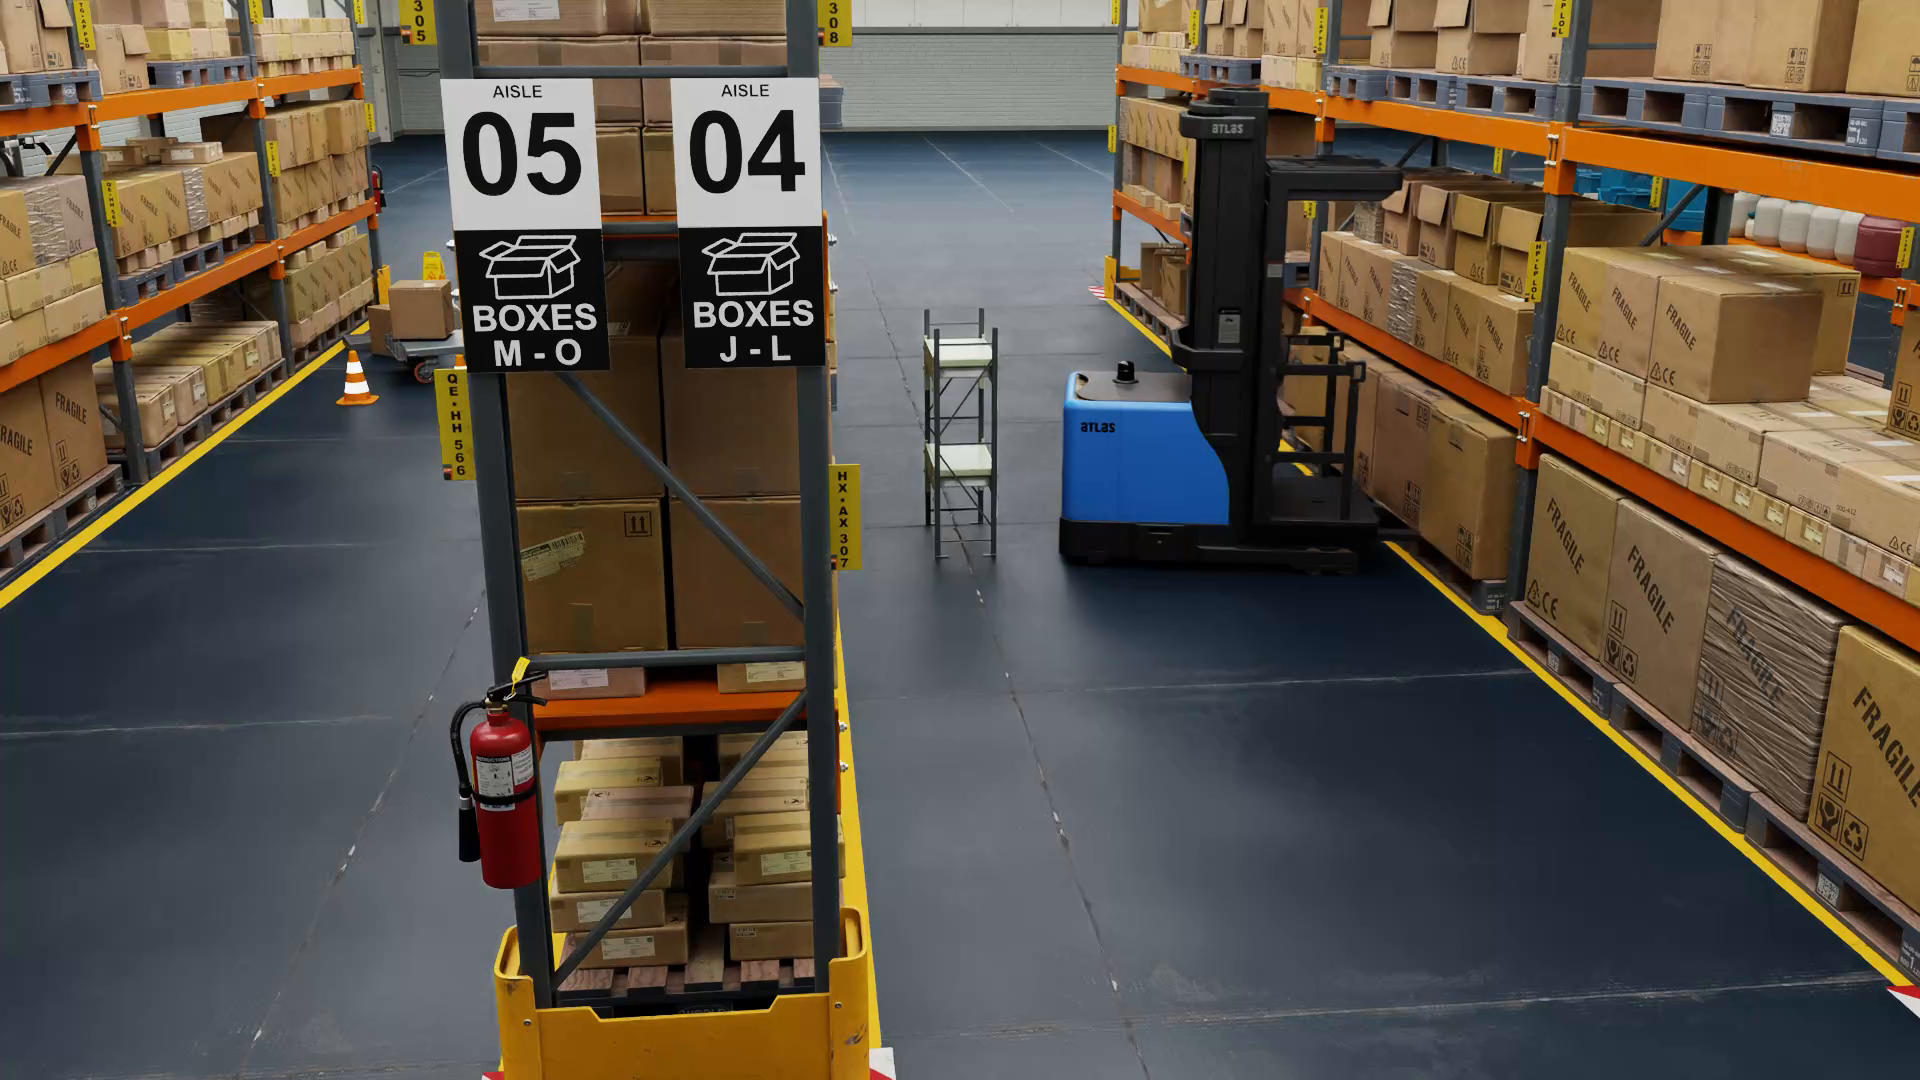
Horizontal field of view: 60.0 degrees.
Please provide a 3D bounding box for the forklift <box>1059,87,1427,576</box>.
[{"bbox_3d":[2.183,-1.341,10.554,3.031,2.935,1.130,2,17,5],"label":"forklift"}]

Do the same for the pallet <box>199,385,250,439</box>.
[{"bbox_3d":[-6.824,-1.102,14.334,1.003,0.211,1.213,-2,18,-6],"label":"pallet"}]

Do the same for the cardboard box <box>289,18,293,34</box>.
[{"bbox_3d":[-6.893,-5.131,16.593,0.380,0.149,0.250,-2,18,-7],"label":"cardboard box"}]

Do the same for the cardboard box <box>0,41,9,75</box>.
[{"bbox_3d":[-6.132,-3.004,10.254,0.396,0.266,0.258,-2,18,-7],"label":"cardboard box"}]

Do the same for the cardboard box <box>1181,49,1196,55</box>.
[{"bbox_3d":[2.516,-4.822,16.770,0.500,0.250,0.500,-1,17,-4],"label":"cardboard box"}]

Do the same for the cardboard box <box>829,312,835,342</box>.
[{"bbox_3d":[-0.879,-1.182,9.155,0.380,0.149,0.250,-1,17,-5],"label":"cardboard box"}]

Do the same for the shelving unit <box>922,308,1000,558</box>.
[{"bbox_3d":[-0.001,-0.718,10.959,0.431,1.500,0.755,-2,18,-6],"label":"shelving unit"}]

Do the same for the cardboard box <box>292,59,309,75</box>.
[{"bbox_3d":[-6.869,-4.827,16.955,0.380,0.149,0.250,-2,18,-7],"label":"cardboard box"}]

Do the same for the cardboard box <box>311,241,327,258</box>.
[{"bbox_3d":[-6.866,-3.040,17.408,0.380,0.149,0.250,-1,17,-2],"label":"cardboard box"}]

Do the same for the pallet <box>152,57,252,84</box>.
[{"bbox_3d":[-7.077,-4.183,14.797,1.213,0.211,1.003,-2,18,-6],"label":"pallet"}]

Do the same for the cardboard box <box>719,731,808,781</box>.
[{"bbox_3d":[-0.754,0.845,6.544,0.380,0.149,0.250,-3,18,-8],"label":"cardboard box"}]

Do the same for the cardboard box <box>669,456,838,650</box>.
[{"bbox_3d":[-0.655,0.032,5.404,0.500,0.500,0.500,-1,17,-3],"label":"cardboard box"}]

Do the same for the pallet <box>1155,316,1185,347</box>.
[{"bbox_3d":[2.718,-2.203,17.842,1.003,0.211,1.213,-2,18,-6],"label":"pallet"}]

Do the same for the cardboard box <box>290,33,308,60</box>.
[{"bbox_3d":[-6.909,-4.972,16.753,0.500,0.250,0.500,-2,18,-5],"label":"cardboard box"}]

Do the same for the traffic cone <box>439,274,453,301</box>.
[{"bbox_3d":[-6.120,-2.921,19.710,0.336,0.463,0.334,-2,18,-6],"label":"traffic cone"}]

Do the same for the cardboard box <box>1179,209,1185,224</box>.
[{"bbox_3d":[2.492,-3.344,17.241,0.380,0.149,0.250,-2,18,-6],"label":"cardboard box"}]

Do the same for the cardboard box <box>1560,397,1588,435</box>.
[{"bbox_3d":[3.374,-0.654,8.673,0.380,0.149,0.250,-2,18,-7],"label":"cardboard box"}]

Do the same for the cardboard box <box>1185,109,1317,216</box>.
[{"bbox_3d":[2.765,-3.580,15.870,1.000,1.000,1.000,-2,18,-5],"label":"cardboard box"}]

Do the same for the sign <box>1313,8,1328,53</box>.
[{"bbox_3d":[2.695,-3.804,12.416,0.100,0.325,0.005,-2,18,-6],"label":"sign"}]

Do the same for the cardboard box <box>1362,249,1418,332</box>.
[{"bbox_3d":[3.126,-1.731,11.516,0.500,0.500,0.500,-2,18,-7],"label":"cardboard box"}]

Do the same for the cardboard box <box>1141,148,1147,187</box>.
[{"bbox_3d":[2.610,-4.406,19.539,0.875,0.500,0.500,-2,18,-6],"label":"cardboard box"}]

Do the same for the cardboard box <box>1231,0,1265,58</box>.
[{"bbox_3d":[2.871,-4.591,14.913,0.797,0.503,0.637,-1,17,-3],"label":"cardboard box"}]

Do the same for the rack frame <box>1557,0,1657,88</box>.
[{"bbox_3d":[3.648,-3.813,8.300,1.000,3.000,0.127,-2,18,-6],"label":"rack frame"}]

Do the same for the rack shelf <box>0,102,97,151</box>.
[{"bbox_3d":[-6.416,-2.329,9.779,1.077,0.370,4.000,-2,18,-6],"label":"rack shelf"}]

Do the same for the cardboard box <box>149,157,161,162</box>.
[{"bbox_3d":[-7.219,-3.120,14.744,0.500,0.500,0.500,-2,18,-5],"label":"cardboard box"}]

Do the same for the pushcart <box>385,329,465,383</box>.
[{"bbox_3d":[-4.772,-1.862,16.480,1.648,0.377,0.936,-8,19,-25],"label":"pushcart"}]

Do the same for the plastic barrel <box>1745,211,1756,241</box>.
[{"bbox_3d":[7.733,-3.022,16.027,0.301,0.262,0.301,0,17,0],"label":"plastic barrel"}]

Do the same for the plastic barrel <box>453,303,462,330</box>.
[{"bbox_3d":[-5.728,-2.422,18.186,0.512,0.421,0.421,11,21,32],"label":"plastic barrel"}]

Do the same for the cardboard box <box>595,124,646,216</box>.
[{"bbox_3d":[-1.194,-1.123,4.989,0.500,0.250,0.500,-2,18,-7],"label":"cardboard box"}]

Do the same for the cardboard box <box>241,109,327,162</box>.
[{"bbox_3d":[-6.920,-4.136,17.011,0.700,0.500,0.500,-2,18,-7],"label":"cardboard box"}]

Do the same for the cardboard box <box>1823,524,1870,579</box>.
[{"bbox_3d":[3.618,0.038,6.468,0.380,0.149,0.250,-1,17,-5],"label":"cardboard box"}]

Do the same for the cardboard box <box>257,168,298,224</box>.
[{"bbox_3d":[-6.803,-3.358,16.200,0.500,0.500,0.500,-2,18,-6],"label":"cardboard box"}]

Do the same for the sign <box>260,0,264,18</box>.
[{"bbox_3d":[-7.987,-6.051,18.977,0.100,0.325,0.005,-2,18,-6],"label":"sign"}]

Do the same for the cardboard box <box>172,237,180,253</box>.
[{"bbox_3d":[-6.627,-2.423,13.605,0.380,0.149,0.250,-1,17,-3],"label":"cardboard box"}]

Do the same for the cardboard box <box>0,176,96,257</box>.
[{"bbox_3d":[-6.309,-2.215,11.389,0.500,0.500,0.500,-2,18,-7],"label":"cardboard box"}]

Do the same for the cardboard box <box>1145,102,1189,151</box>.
[{"bbox_3d":[2.351,-4.574,18.405,0.500,0.500,0.500,-2,18,-6],"label":"cardboard box"}]

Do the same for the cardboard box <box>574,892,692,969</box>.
[{"bbox_3d":[-1.145,1.373,5.853,0.380,0.149,0.250,-1,17,-5],"label":"cardboard box"}]

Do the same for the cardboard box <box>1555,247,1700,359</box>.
[{"bbox_3d":[3.443,-1.228,8.584,0.500,0.500,0.500,-2,18,-6],"label":"cardboard box"}]

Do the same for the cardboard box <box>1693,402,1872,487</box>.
[{"bbox_3d":[3.584,-0.424,7.272,0.500,0.250,0.500,-2,18,-6],"label":"cardboard box"}]

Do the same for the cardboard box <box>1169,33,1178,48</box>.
[{"bbox_3d":[2.399,-5.208,17.335,0.380,0.149,0.250,-2,18,-7],"label":"cardboard box"}]

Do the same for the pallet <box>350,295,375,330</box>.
[{"bbox_3d":[-7.391,-2.624,19.182,1.003,0.211,1.213,-2,18,-6],"label":"pallet"}]

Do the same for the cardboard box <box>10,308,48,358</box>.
[{"bbox_3d":[-6.207,-1.320,10.624,0.500,0.250,0.500,-2,18,-6],"label":"cardboard box"}]

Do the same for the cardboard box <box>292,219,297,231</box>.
[{"bbox_3d":[-6.883,-3.164,16.667,0.380,0.149,0.250,-2,18,-6],"label":"cardboard box"}]

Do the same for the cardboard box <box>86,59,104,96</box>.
[{"bbox_3d":[-6.512,-3.379,12.148,0.396,0.266,0.258,-2,18,-6],"label":"cardboard box"}]

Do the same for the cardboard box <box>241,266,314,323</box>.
[{"bbox_3d":[-6.827,-2.459,16.638,0.500,0.500,0.500,-1,17,-3],"label":"cardboard box"}]

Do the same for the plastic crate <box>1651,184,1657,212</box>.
[{"bbox_3d":[7.822,-3.618,17.796,0.767,0.338,0.504,-2,18,-6],"label":"plastic crate"}]

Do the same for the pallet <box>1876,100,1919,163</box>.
[{"bbox_3d":[3.973,-1.369,5.669,1.003,0.211,1.213,-2,18,-6],"label":"pallet"}]

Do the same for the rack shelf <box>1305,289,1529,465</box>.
[{"bbox_3d":[3.441,-1.204,11.204,1.077,0.370,4.000,-2,18,-6],"label":"rack shelf"}]

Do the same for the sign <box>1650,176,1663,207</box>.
[{"bbox_3d":[7.201,-3.606,17.192,0.100,0.325,0.005,-2,18,-6],"label":"sign"}]

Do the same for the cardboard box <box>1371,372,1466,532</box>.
[{"bbox_3d":[3.469,-0.594,10.907,1.225,0.875,0.875,-2,18,-8],"label":"cardboard box"}]

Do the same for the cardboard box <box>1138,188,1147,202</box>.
[{"bbox_3d":[2.285,-4.015,19.379,0.380,0.149,0.250,-2,18,-6],"label":"cardboard box"}]

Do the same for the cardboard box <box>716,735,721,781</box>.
[{"bbox_3d":[-0.808,0.908,6.838,0.380,0.149,0.250,-3,18,-8],"label":"cardboard box"}]

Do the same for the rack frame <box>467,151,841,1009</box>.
[{"bbox_3d":[-0.884,0.364,5.010,1.000,3.000,0.127,-2,18,-6],"label":"rack frame"}]

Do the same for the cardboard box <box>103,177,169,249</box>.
[{"bbox_3d":[-6.499,-2.523,12.840,0.500,0.500,0.500,-1,17,-3],"label":"cardboard box"}]
